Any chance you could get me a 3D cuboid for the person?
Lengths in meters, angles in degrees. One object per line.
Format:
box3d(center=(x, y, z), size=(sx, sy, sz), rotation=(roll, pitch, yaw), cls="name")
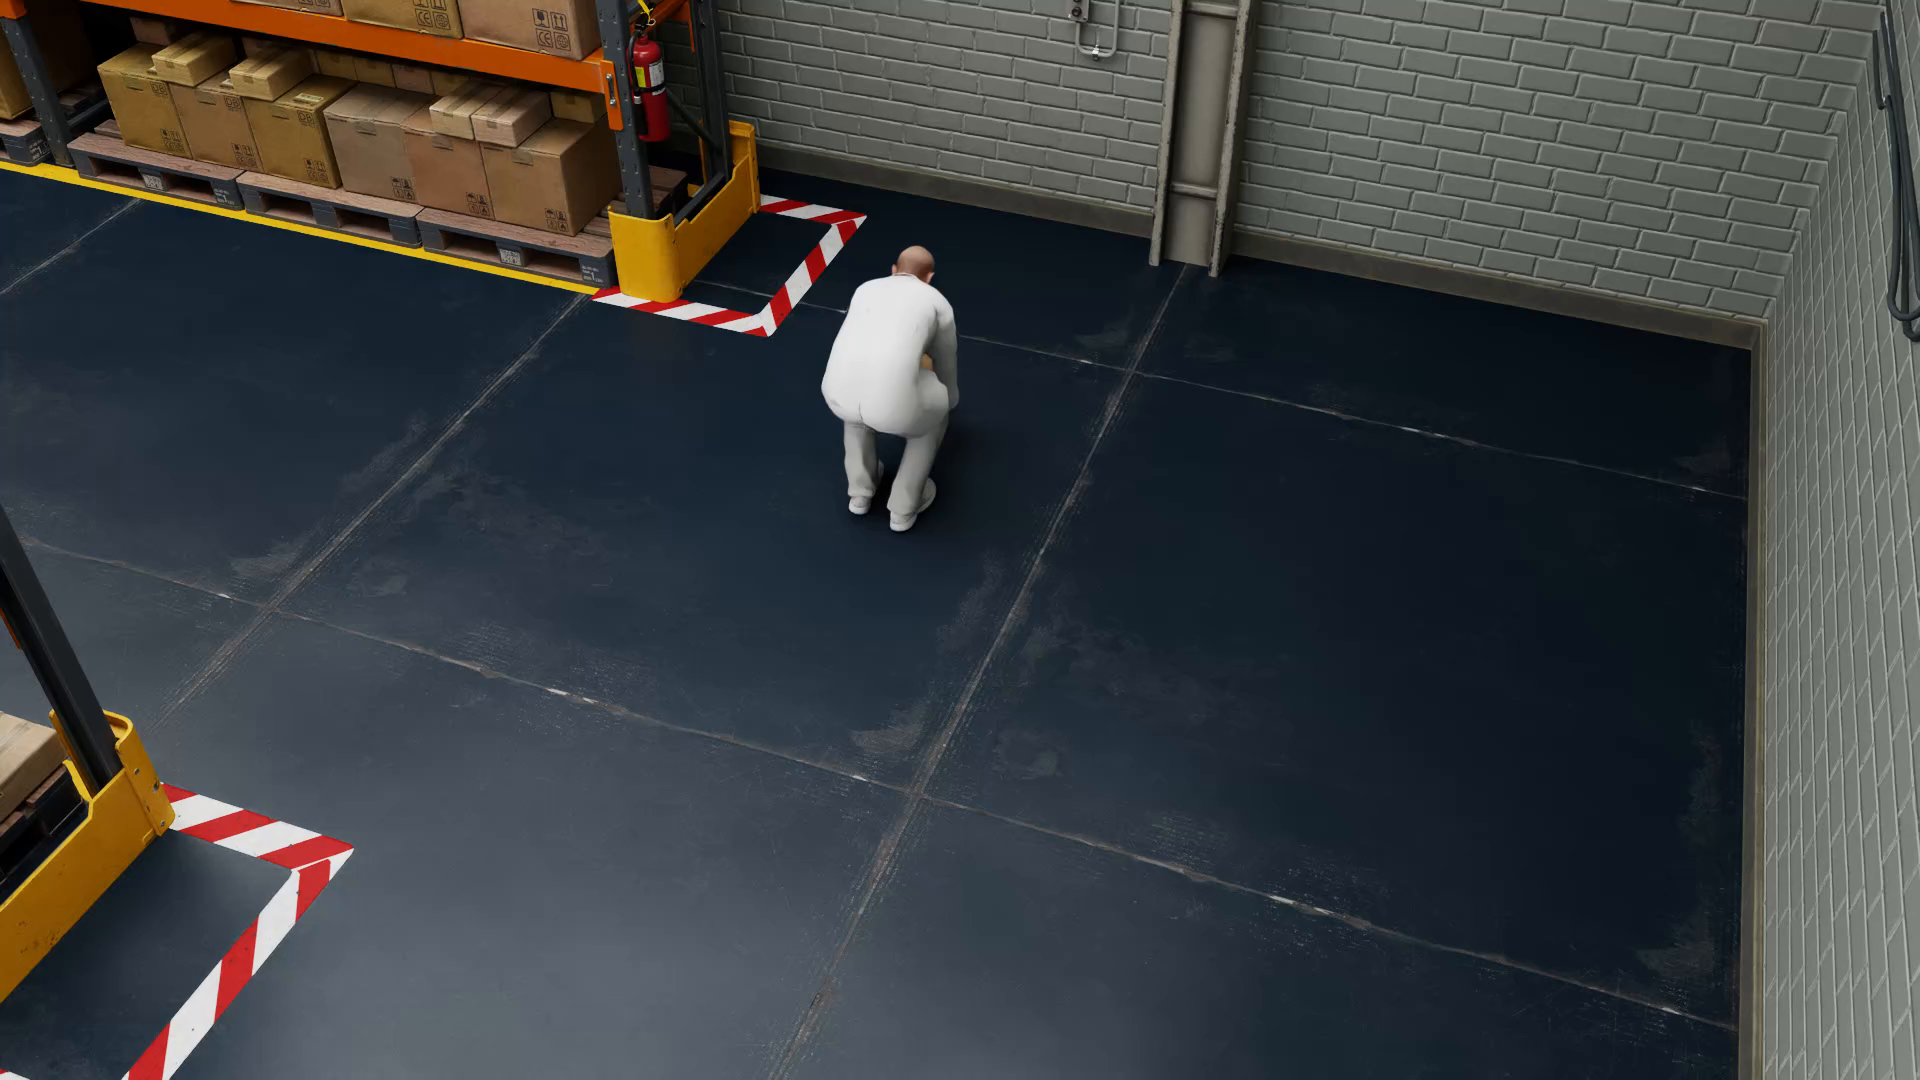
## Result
box3d(center=(-0.287, -0.666, 7.494), size=(0.585, 1.048, 0.942), rotation=(12, 42, 13), cls="person")
